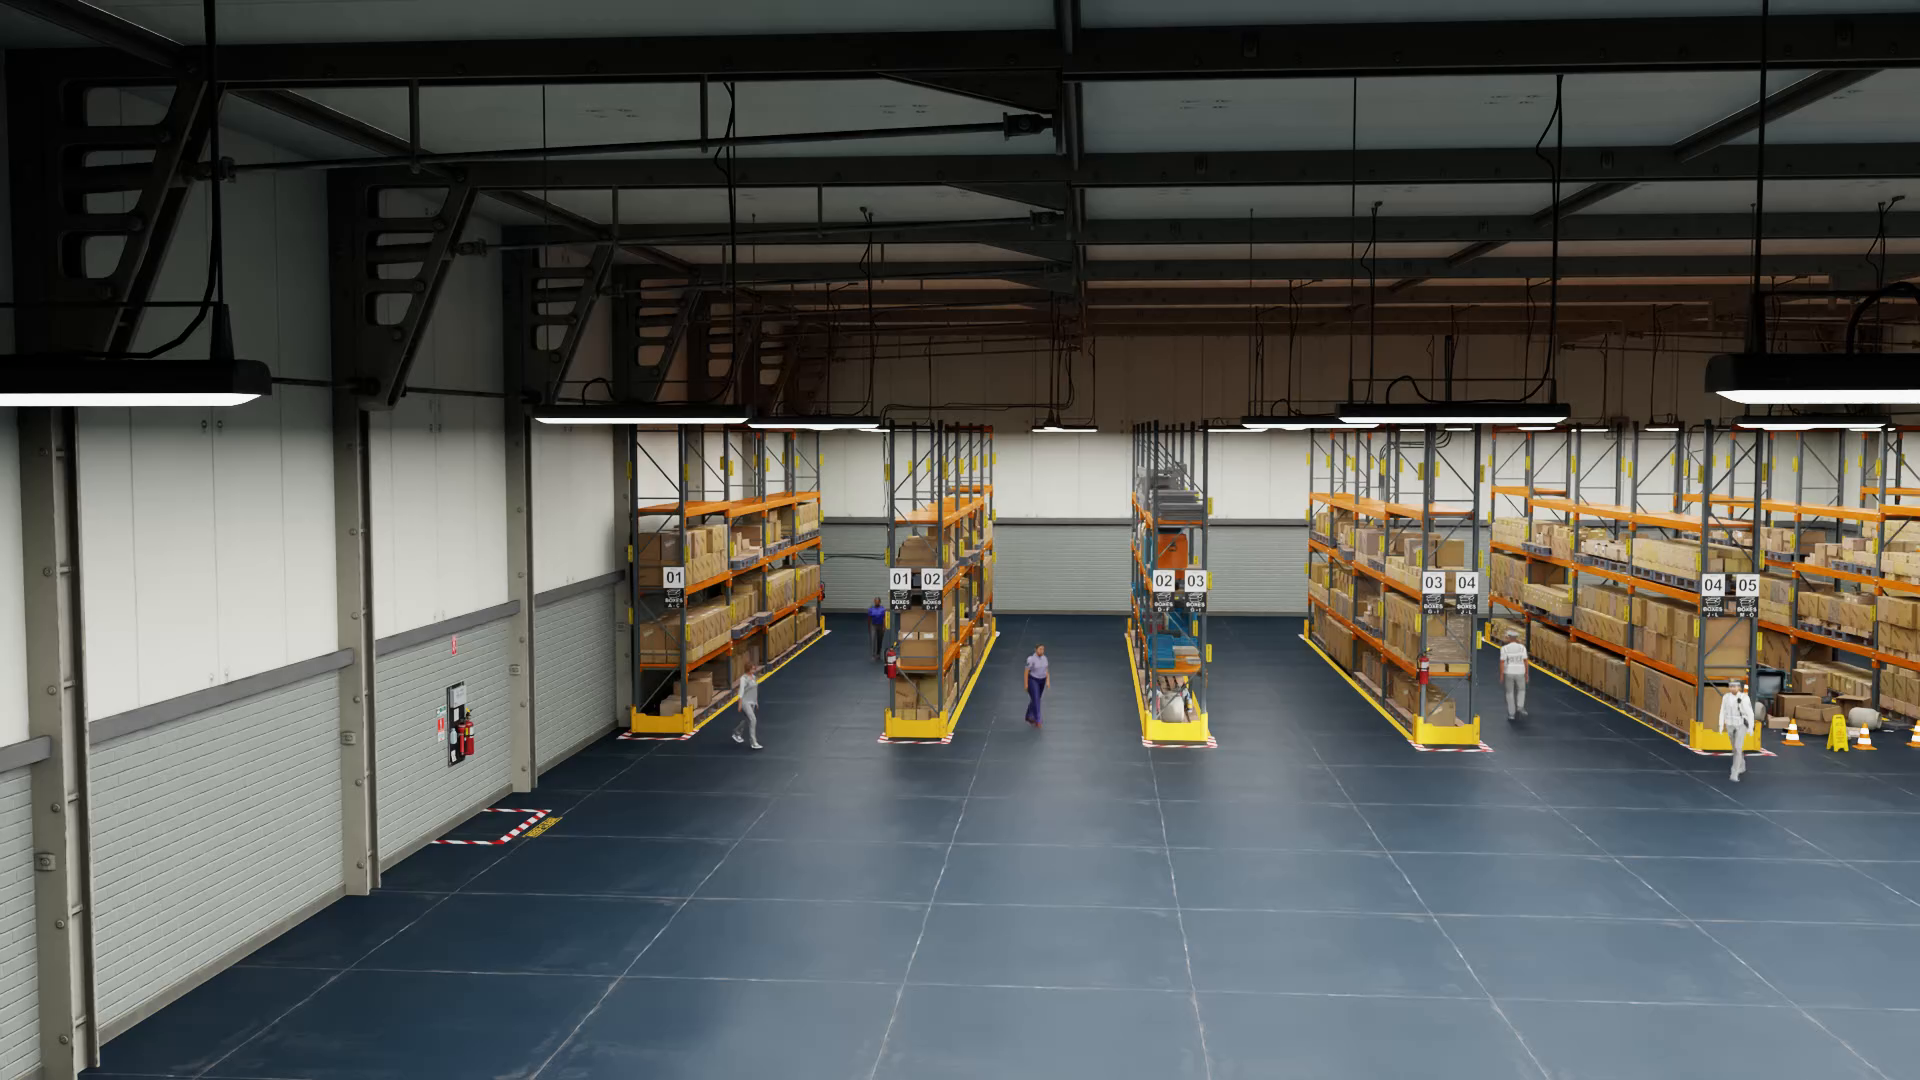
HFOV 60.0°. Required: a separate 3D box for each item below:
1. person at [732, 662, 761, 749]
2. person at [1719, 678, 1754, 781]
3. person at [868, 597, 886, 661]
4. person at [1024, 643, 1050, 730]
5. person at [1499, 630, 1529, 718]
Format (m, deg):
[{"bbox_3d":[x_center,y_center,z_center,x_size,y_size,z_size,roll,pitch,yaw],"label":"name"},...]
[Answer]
[{"bbox_3d":[-3.916,3.005,30.547,0.792,1.564,0.428,1,4,22],"label":"person"},{"bbox_3d":[12.968,3.128,27.820,0.828,1.651,0.514,-2,4,-34],"label":"person"},{"bbox_3d":[-2.096,2.234,42.074,0.470,1.605,0.977,-1,4,-11],"label":"person"},{"bbox_3d":[1.508,2.862,32.690,0.532,1.662,0.758,-3,5,-44],"label":"person"},{"bbox_3d":[11.172,2.715,33.532,0.578,1.756,0.493,1,4,14],"label":"person"}]
